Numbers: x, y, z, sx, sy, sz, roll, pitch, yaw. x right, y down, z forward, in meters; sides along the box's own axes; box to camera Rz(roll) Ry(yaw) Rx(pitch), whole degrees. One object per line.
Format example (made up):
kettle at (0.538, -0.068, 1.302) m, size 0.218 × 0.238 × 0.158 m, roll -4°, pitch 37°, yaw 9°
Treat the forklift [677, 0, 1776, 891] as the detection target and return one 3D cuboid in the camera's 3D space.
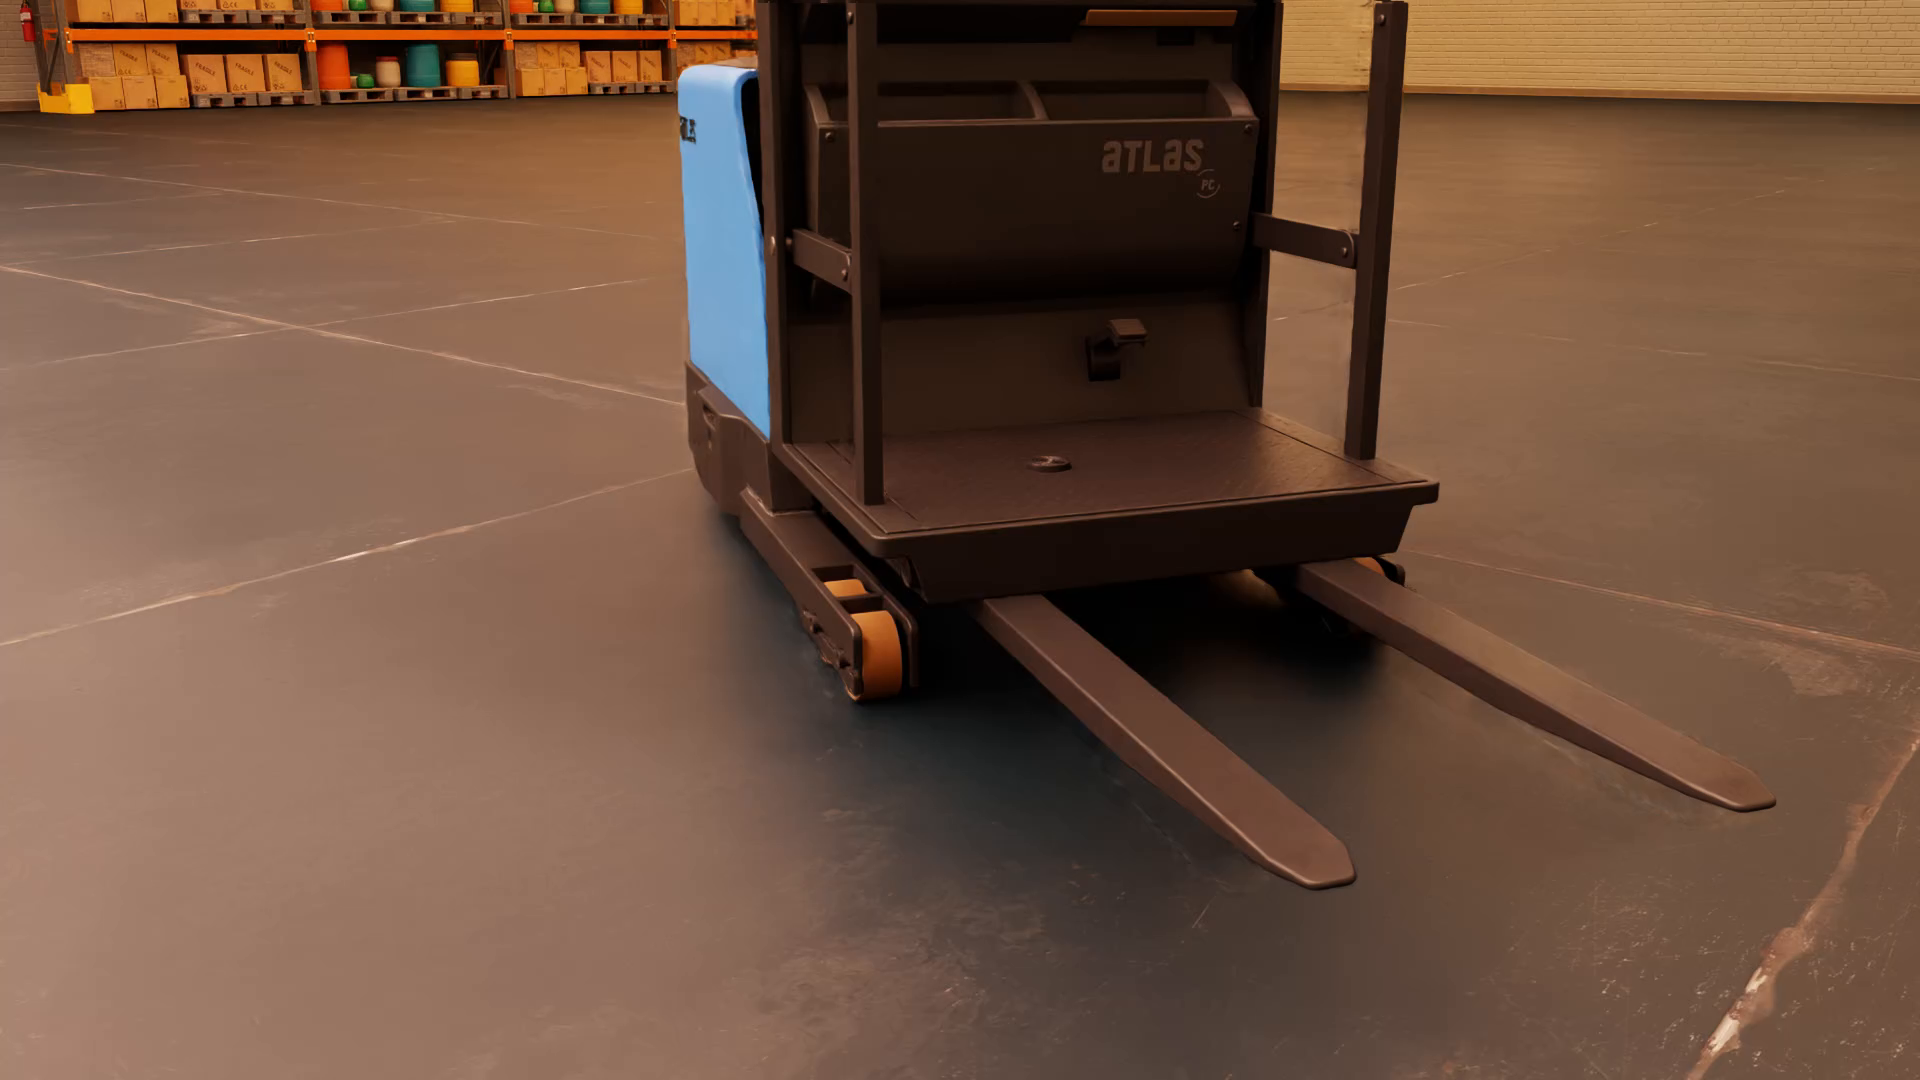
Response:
forklift at (0.221, -1.244, 2.994) m, size 1.130 × 2.935 × 3.031 m, roll -6°, pitch 18°, yaw -18°
